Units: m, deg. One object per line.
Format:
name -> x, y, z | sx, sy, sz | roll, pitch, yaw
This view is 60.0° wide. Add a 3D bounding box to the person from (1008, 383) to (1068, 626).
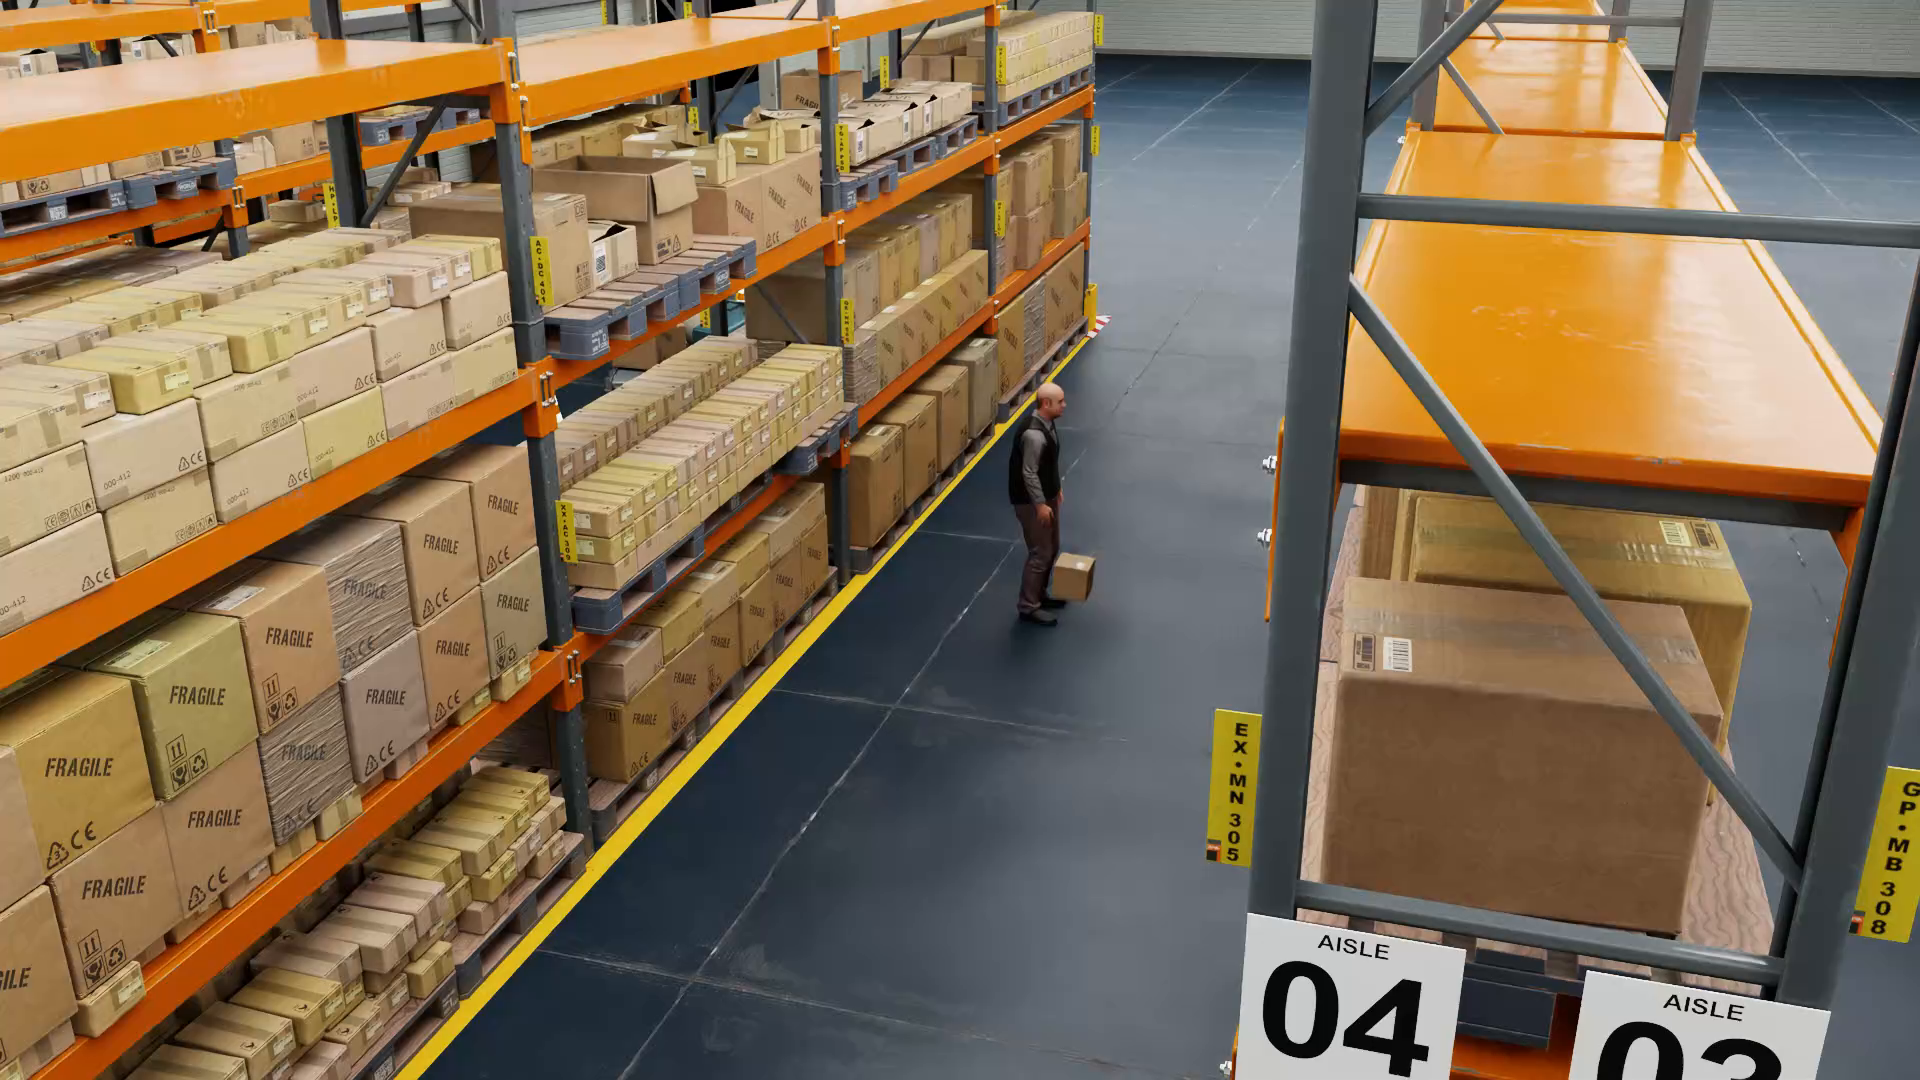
person -> 0.578, -0.287, 11.865 | 0.371, 1.723, 0.566 | 6, 22, 14
